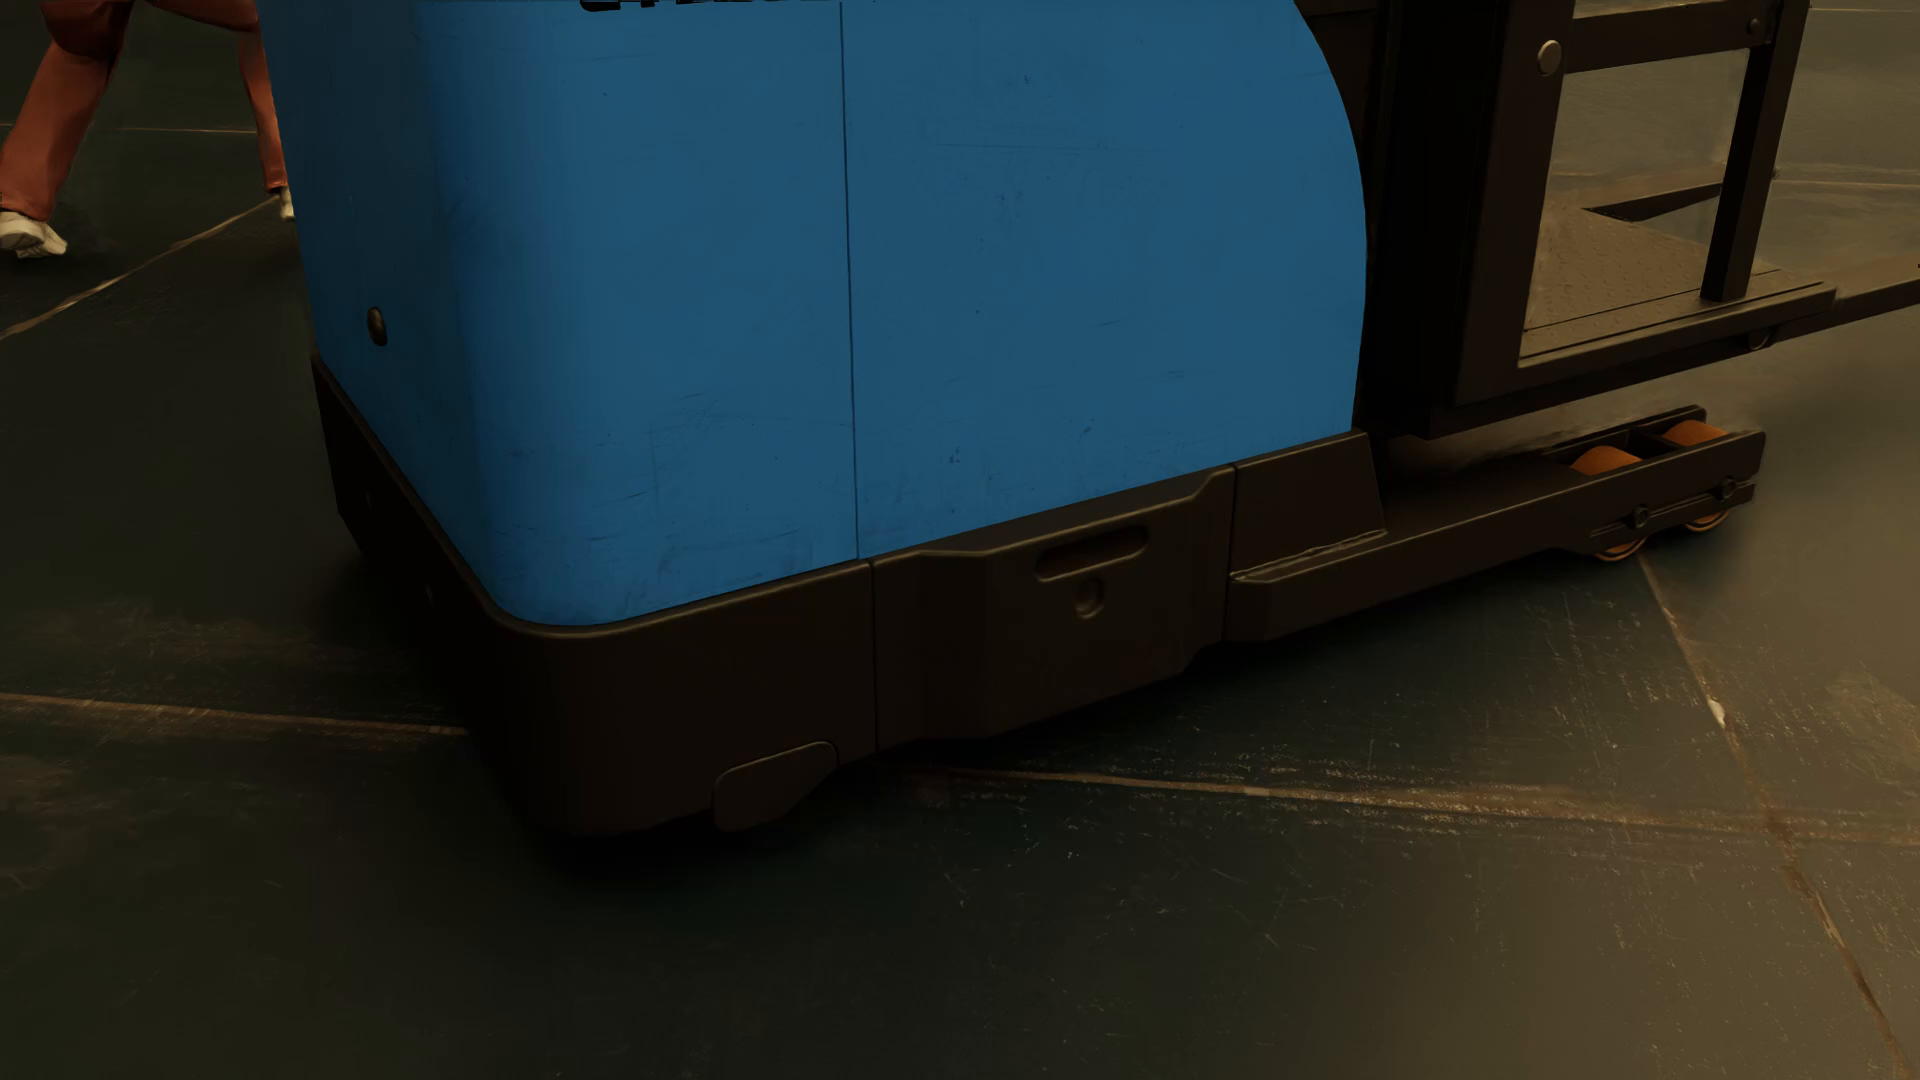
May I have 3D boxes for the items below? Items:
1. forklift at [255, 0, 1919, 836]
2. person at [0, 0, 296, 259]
[{"bbox_3d":[0.618,-1.467,2.158,3.031,2.935,1.130,-15,30,-27],"label":"forklift"},{"bbox_3d":[-1.783,-1.289,3.557,0.771,1.433,0.749,0,27,0],"label":"person"}]
